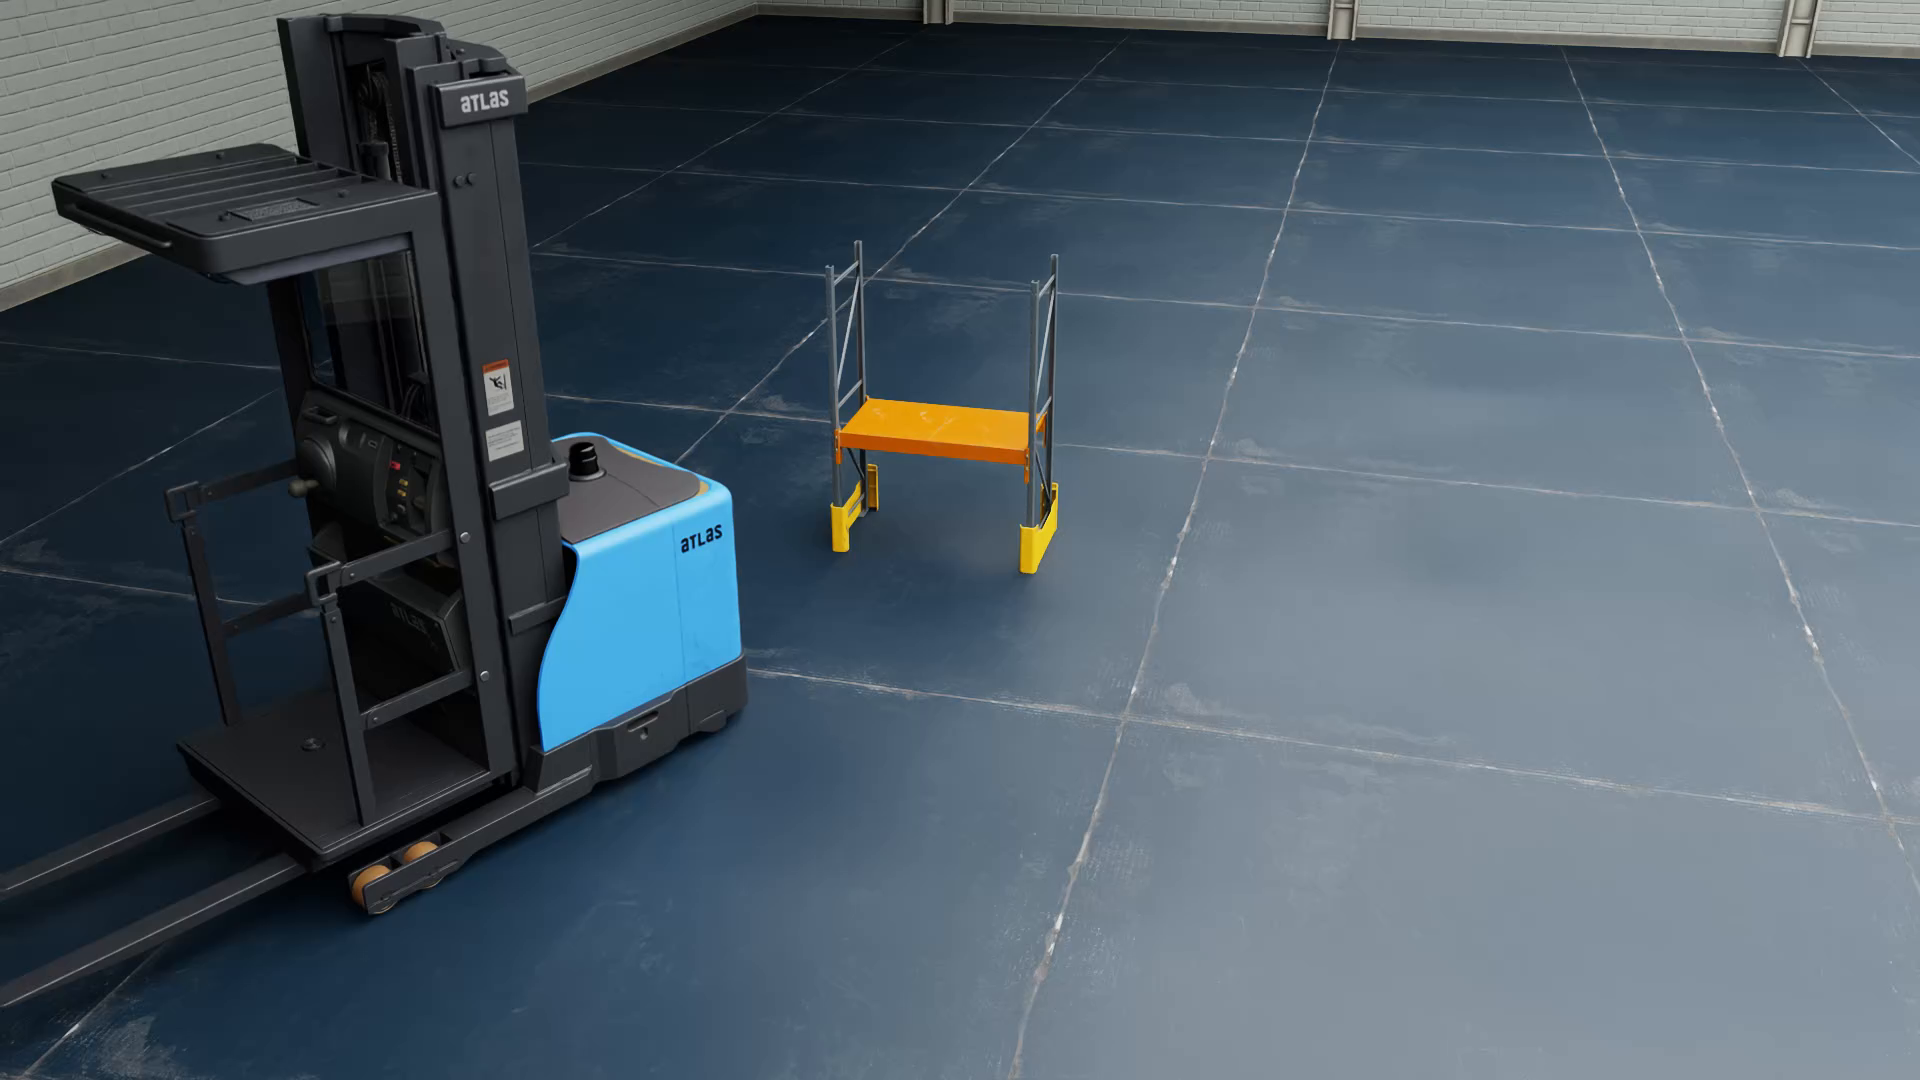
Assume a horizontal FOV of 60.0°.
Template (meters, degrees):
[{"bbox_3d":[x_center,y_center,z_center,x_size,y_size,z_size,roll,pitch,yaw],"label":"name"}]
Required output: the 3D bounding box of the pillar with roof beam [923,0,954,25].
[{"bbox_3d":[-1.399,-10.131,19.561,0.400,9.000,9.100,6,26,13],"label":"pillar with roof beam"}]

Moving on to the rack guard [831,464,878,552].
[{"bbox_3d":[-0.556,-0.174,8.825,0.087,0.250,0.587,6,26,13],"label":"rack guard"}]

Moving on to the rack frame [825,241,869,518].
[{"bbox_3d":[-0.575,-0.741,8.561,0.032,1.500,0.500,6,26,13],"label":"rack frame"}]

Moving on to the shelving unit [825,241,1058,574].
[{"bbox_3d":[-0.074,-0.685,8.445,1.083,1.500,0.587,6,26,13],"label":"shelving unit"}]

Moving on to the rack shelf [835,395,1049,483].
[{"bbox_3d":[-0.083,-0.524,8.524,1.000,0.185,0.538,6,26,13],"label":"rack shelf"}]

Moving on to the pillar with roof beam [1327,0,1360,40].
[{"bbox_3d":[4.412,-9.489,18.212,0.400,9.000,9.100,6,26,13],"label":"pillar with roof beam"}]

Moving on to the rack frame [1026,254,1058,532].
[{"bbox_3d":[0.410,-0.632,8.332,0.032,1.500,0.500,6,26,13],"label":"rack frame"}]

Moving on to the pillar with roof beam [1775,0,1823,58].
[{"bbox_3d":[10.223,-8.846,16.863,0.400,9.000,9.100,6,26,13],"label":"pillar with roof beam"}]

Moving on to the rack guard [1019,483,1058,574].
[{"bbox_3d":[0.408,-0.068,8.601,0.087,0.250,0.587,6,26,13],"label":"rack guard"}]

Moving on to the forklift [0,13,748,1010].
[{"bbox_3d":[-2.266,-0.235,5.835,1.130,2.935,3.031,21,33,37],"label":"forklift"}]
